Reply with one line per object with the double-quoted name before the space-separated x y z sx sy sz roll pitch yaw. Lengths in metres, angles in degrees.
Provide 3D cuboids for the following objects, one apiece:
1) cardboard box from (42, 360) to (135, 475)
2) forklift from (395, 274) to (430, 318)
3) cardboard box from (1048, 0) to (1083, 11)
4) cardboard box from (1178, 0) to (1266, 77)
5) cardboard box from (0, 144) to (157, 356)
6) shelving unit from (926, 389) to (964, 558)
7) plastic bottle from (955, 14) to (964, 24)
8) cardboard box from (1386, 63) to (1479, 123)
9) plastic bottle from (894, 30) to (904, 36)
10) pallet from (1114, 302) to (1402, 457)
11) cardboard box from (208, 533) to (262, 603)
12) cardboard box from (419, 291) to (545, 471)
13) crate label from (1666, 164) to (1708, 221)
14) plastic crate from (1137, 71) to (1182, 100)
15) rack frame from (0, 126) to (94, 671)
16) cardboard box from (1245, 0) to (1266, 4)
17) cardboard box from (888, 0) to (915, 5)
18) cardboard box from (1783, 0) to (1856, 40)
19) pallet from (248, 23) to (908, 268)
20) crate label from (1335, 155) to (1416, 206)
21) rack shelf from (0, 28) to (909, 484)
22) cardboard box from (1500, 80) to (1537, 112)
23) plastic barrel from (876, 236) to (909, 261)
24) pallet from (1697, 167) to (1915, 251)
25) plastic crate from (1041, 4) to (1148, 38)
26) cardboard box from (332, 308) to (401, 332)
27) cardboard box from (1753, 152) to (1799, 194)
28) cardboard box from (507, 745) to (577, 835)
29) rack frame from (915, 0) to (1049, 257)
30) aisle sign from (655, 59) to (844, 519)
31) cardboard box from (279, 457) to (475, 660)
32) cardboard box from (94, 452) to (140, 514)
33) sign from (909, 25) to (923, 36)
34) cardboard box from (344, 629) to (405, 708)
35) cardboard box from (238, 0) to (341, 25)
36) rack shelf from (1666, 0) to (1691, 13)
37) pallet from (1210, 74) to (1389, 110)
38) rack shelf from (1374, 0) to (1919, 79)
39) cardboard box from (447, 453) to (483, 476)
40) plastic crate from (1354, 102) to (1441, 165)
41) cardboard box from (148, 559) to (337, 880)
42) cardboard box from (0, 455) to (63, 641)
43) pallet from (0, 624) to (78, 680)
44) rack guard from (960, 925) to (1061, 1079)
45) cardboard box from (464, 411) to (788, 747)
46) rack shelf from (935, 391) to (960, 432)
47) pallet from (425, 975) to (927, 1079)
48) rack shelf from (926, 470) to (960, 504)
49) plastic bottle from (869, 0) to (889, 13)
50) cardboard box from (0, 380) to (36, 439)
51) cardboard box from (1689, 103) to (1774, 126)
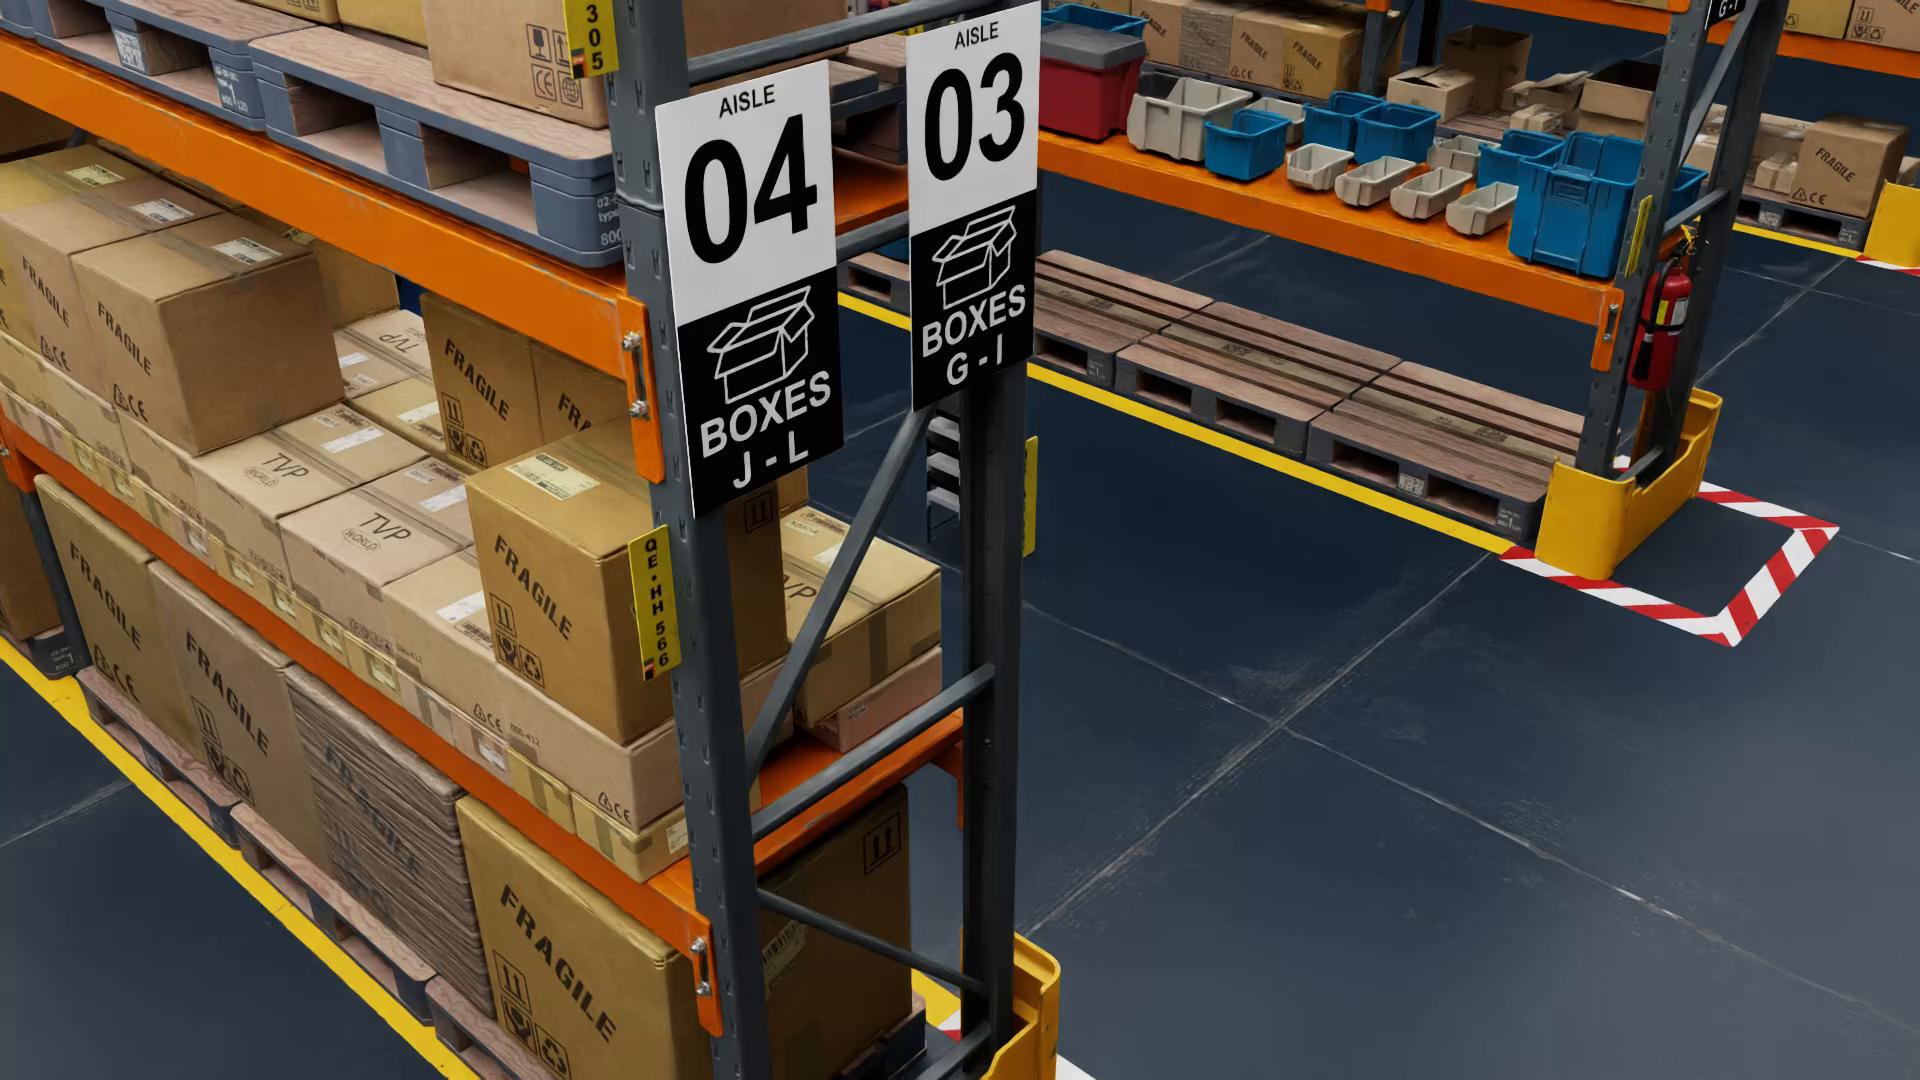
"cardboard box" -2.651 -0.490 5.513 0.500 0.250 0.500 25 39 35
"forklift" -3.007 -2.305 8.737 3.031 2.935 1.130 19 36 29
"cardboard box" 1.033 -4.707 14.657 0.500 0.500 0.500 23 38 33
"cardboard box" 2.171 -4.177 13.778 0.500 0.500 0.500 26 39 36
"cardboard box" -3.005 -0.985 5.607 0.500 0.500 0.500 25 39 35
"shelving unit" 0.006 -0.383 7.513 0.210 0.900 0.258 25 39 35
"plastic bottle" 0.061 -2.996 9.867 0.185 0.351 0.144 25 39 35
"cardboard box" 3.627 -3.459 12.768 0.500 0.311 0.500 25 39 35
"plastic bottle" -0.364 -3.189 10.332 0.097 0.201 0.097 0 31 0
"pallet" 1.615 -0.901 9.042 1.213 0.211 1.003 25 39 35
"cardboard box" -2.036 0.012 5.065 0.250 0.149 0.380 24 38 34
"cardboard box" -1.157 -0.483 4.774 0.500 0.500 0.500 24 38 34
"crate label" 3.138 -1.539 7.502 0.303 0.233 0.416 25 39 35
"plastic crate" 1.145 -2.381 9.005 0.590 0.125 0.437 25 39 35
"rack frame" -3.189 -0.864 6.276 0.127 3.000 1.000 25 39 35
"cardboard box" 2.498 -4.385 14.122 0.500 0.500 0.500 26 39 36
"cardboard box" -0.443 -5.303 15.909 0.500 0.250 0.500 25 39 35
"cardboard box" 5.525 -3.538 10.622 0.500 0.500 0.500 25 39 35
"pallet" -0.780 -0.979 3.646 1.213 0.211 1.003 25 39 35
"crate label" 1.946 -1.692 7.850 0.243 0.136 0.396 25 39 35
"rack shelf" -1.706 -1.148 4.538 4.000 0.370 1.077 25 39 35
"cardboard box" 4.392 -3.422 12.864 0.250 0.149 0.380 25 39 35
"plastic barrel" -0.257 -2.233 10.179 0.708 0.901 0.600 25 39 35
"pallet" 5.779 -2.373 11.488 1.213 0.211 1.003 25 39 35
"plastic crate" 0.710 -2.745 9.359 0.575 0.384 0.392 25 39 35
"cardboard box" -2.300 -0.696 5.855 0.500 0.250 0.500 26 40 36
"cardboard box" 5.619 -2.509 11.331 0.250 0.166 0.380 25 39 35
"cardboard box" -0.902 0.542 4.185 0.250 0.149 0.380 25 39 36
"rack frame" 0.135 -2.758 9.422 0.127 3.000 1.000 25 39 35
"aisle sign" -0.371 -0.453 3.074 0.004 0.787 0.394 25 39 35
"cardboard box" -1.514 0.039 4.633 0.500 0.250 0.500 24 38 34
"cardboard box" -2.606 -0.254 5.508 0.250 0.149 0.380 24 38 34
"sign" -0.236 -2.667 9.003 0.005 0.325 0.100 25 39 35
"cardboard box" -1.466 0.278 4.623 0.250 0.149 0.380 24 39 34
"cardboard box" -1.397 -1.591 3.975 0.500 0.500 0.700 22 37 32
"rack shelf" 1.617 -3.042 7.685 4.000 0.370 1.077 25 39 35
"pallet" 2.833 -3.723 13.730 1.213 0.211 1.003 25 39 35
"rack shelf" 4.944 -3.650 11.602 4.000 0.370 1.077 25 39 35
"cardboard box" -1.158 -0.165 4.972 0.500 0.250 0.500 24 38 34
"plastic crate" 2.162 -1.994 8.259 0.300 0.233 0.416 25 39 35
"cardboard box" -2.086 0.437 5.768 0.875 0.875 0.875 25 39 35
"cardboard box" -3.677 -0.347 7.071 0.875 0.875 1.225 25 39 35
"pallet" -3.812 0.093 7.391 1.213 0.211 1.003 25 39 35
"rack guard" -0.205 1.600 4.608 0.348 0.500 1.175 25 39 35
"cardboard box" -0.761 0.068 3.858 0.500 0.500 0.500 26 39 36
"rack shelf" 0.006 -0.585 7.391 0.200 0.077 0.258 25 39 35
"pallet" -0.869 1.469 5.106 1.213 0.211 1.003 25 39 35
"rack shelf" 0.006 -0.277 7.577 0.200 0.077 0.258 25 39 35
"plastic bottle" -0.509 -3.305 10.445 0.133 0.283 0.061 25 39 35
"cardboard box" -3.193 -0.526 5.960 0.250 0.149 0.380 25 39 35
"cardboard box" 5.473 -2.919 11.931 0.500 0.250 0.500 25 39 35
